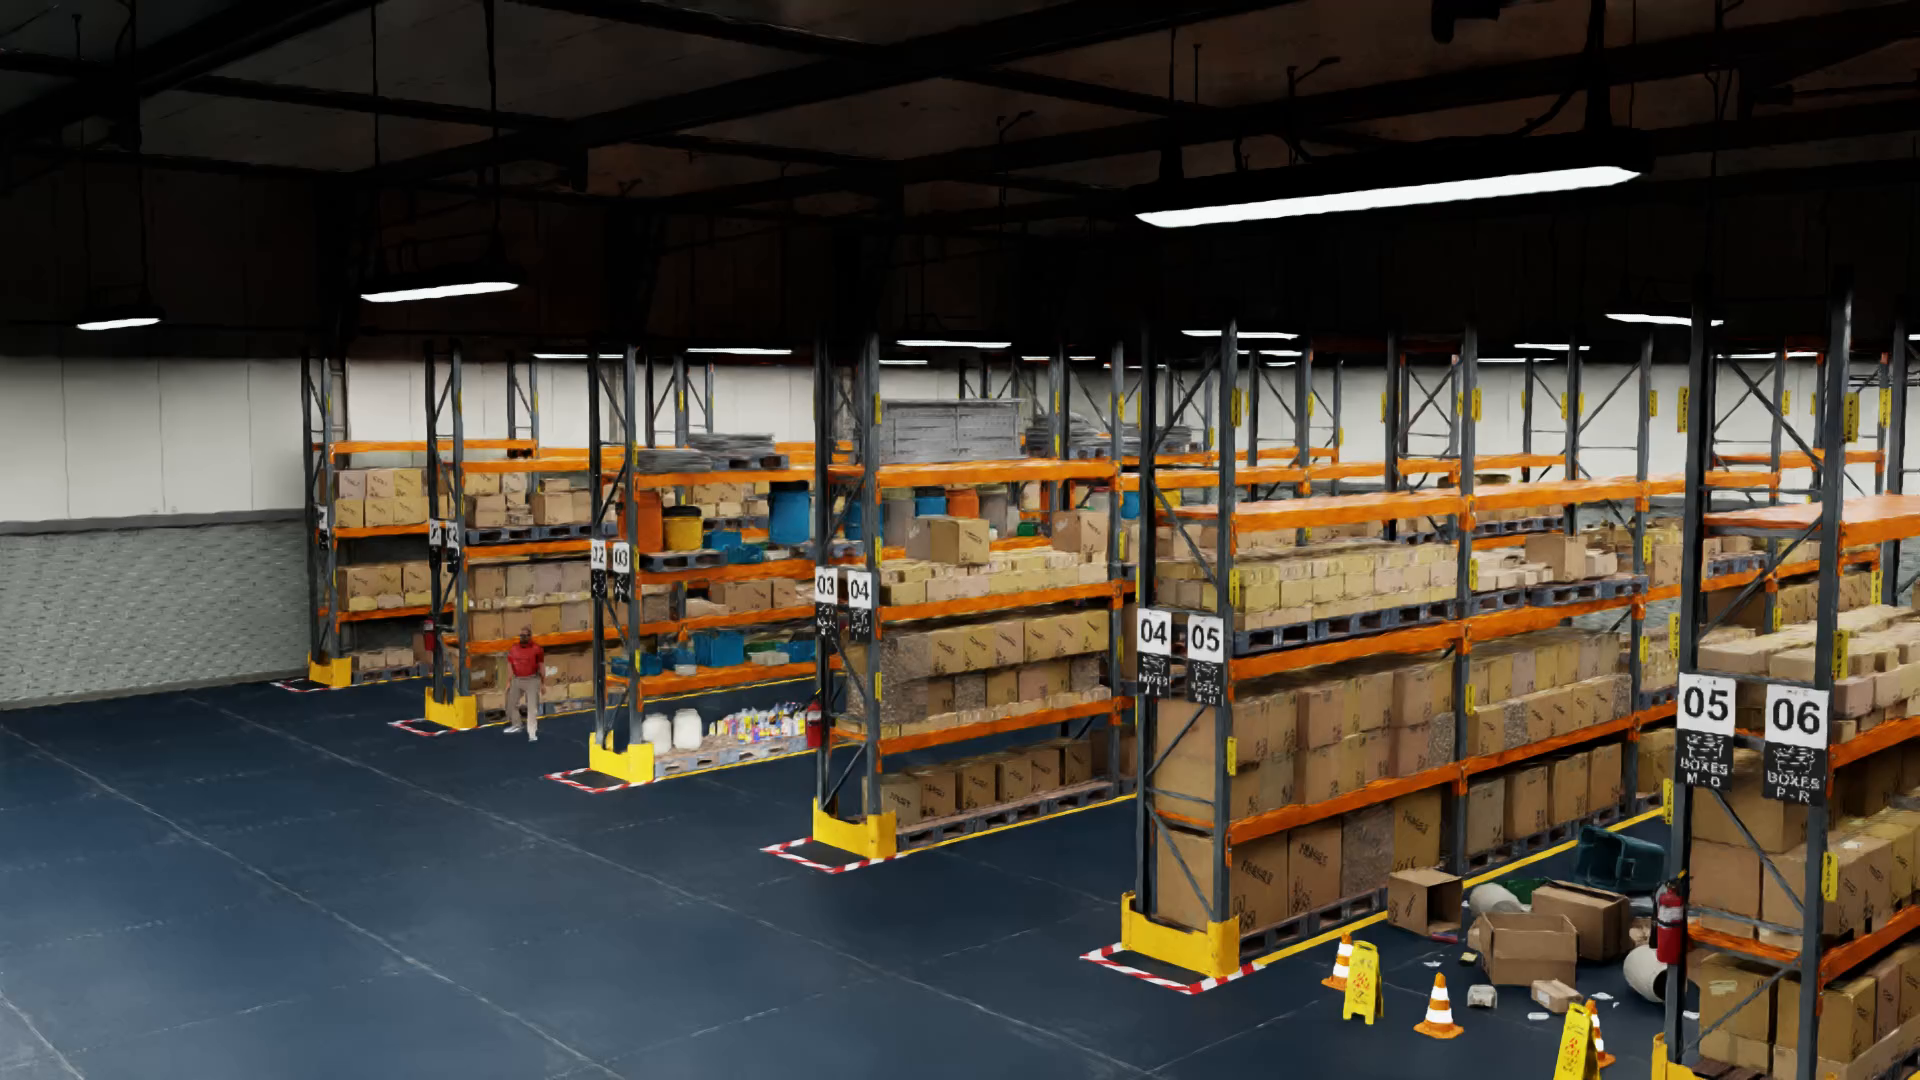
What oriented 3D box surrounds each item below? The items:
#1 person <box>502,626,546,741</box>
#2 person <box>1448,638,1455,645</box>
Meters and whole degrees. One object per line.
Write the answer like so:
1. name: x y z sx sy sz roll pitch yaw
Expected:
1. person: -6.540 2.125 24.811 0.729 1.719 0.543 1 5 7
2. person: 7.235 2.178 24.137 1.041 1.733 0.577 -5 7 -43
